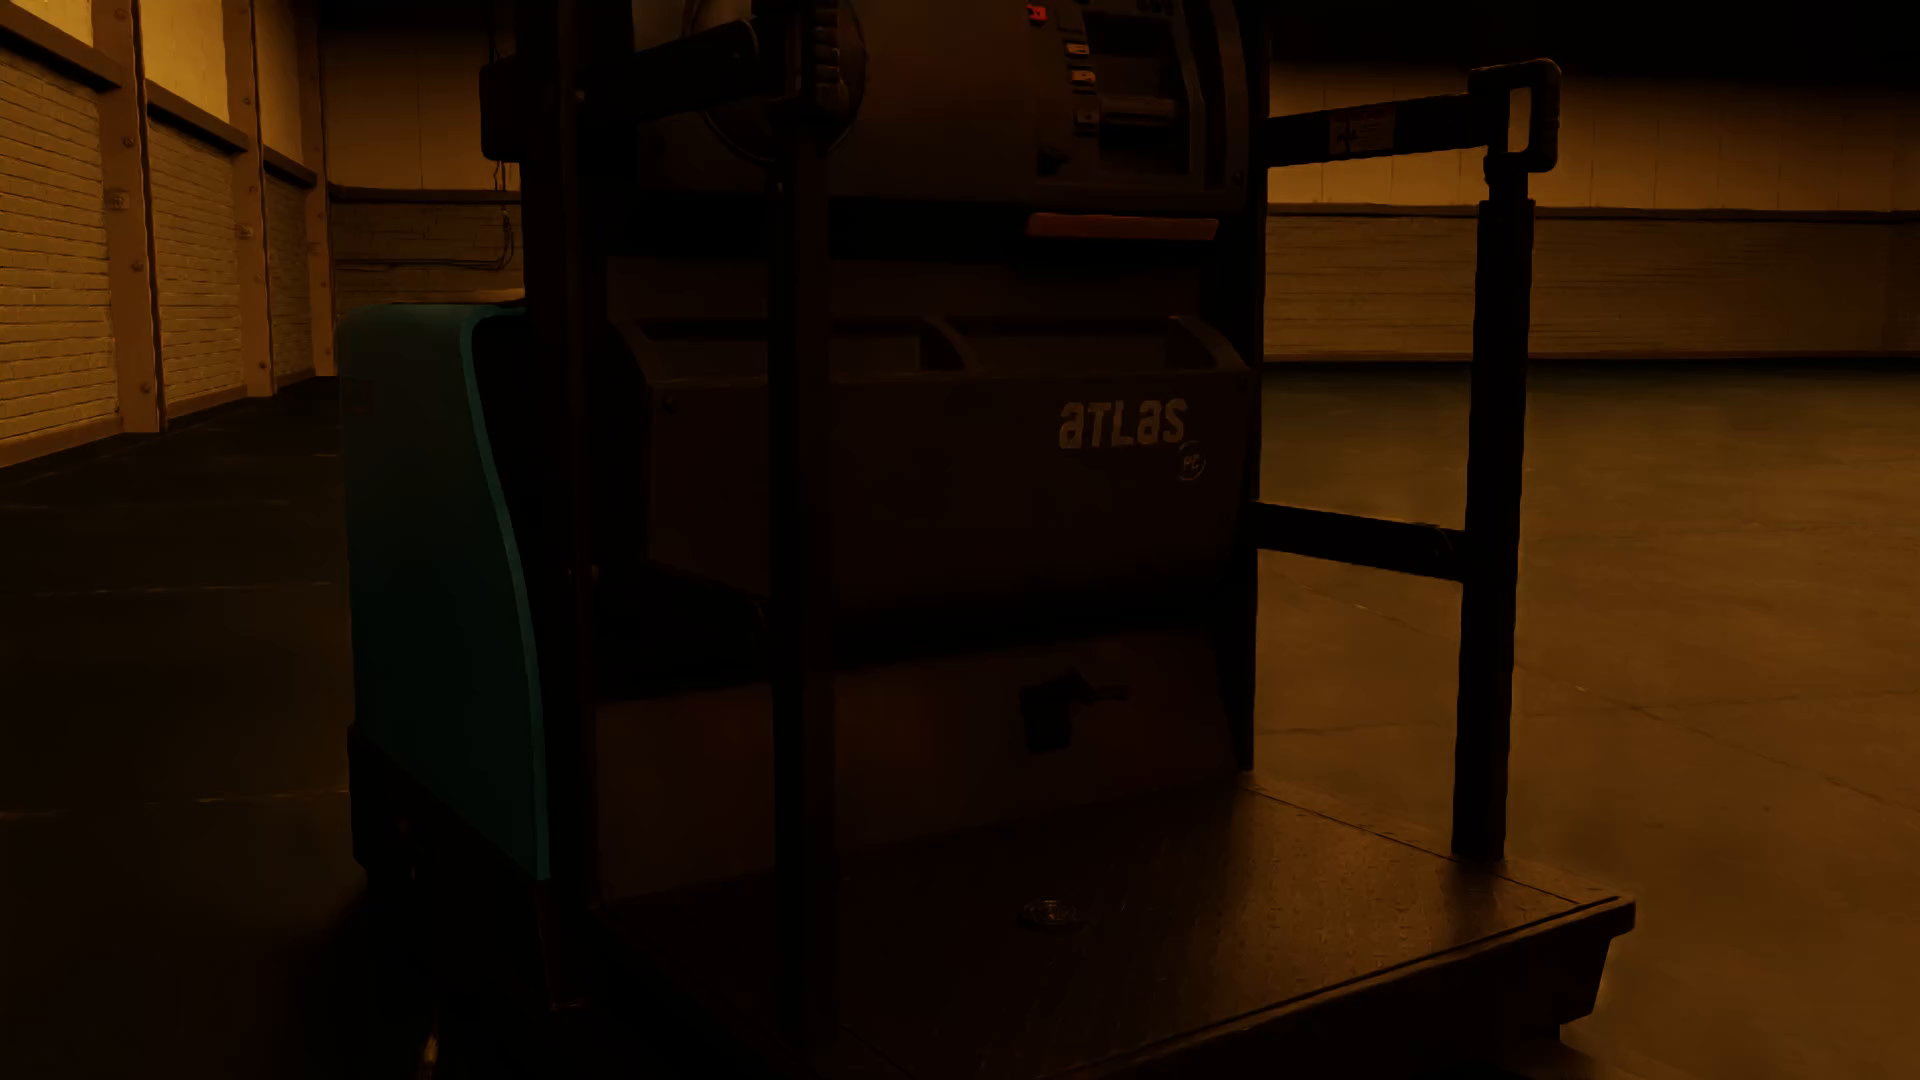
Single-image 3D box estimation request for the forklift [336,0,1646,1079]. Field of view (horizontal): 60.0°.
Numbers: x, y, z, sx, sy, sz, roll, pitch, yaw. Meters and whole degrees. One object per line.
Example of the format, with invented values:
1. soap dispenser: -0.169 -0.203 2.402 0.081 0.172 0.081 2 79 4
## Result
1. forklift: 0.115 -0.675 1.961 1.130 2.935 3.031 -5 10 -33
